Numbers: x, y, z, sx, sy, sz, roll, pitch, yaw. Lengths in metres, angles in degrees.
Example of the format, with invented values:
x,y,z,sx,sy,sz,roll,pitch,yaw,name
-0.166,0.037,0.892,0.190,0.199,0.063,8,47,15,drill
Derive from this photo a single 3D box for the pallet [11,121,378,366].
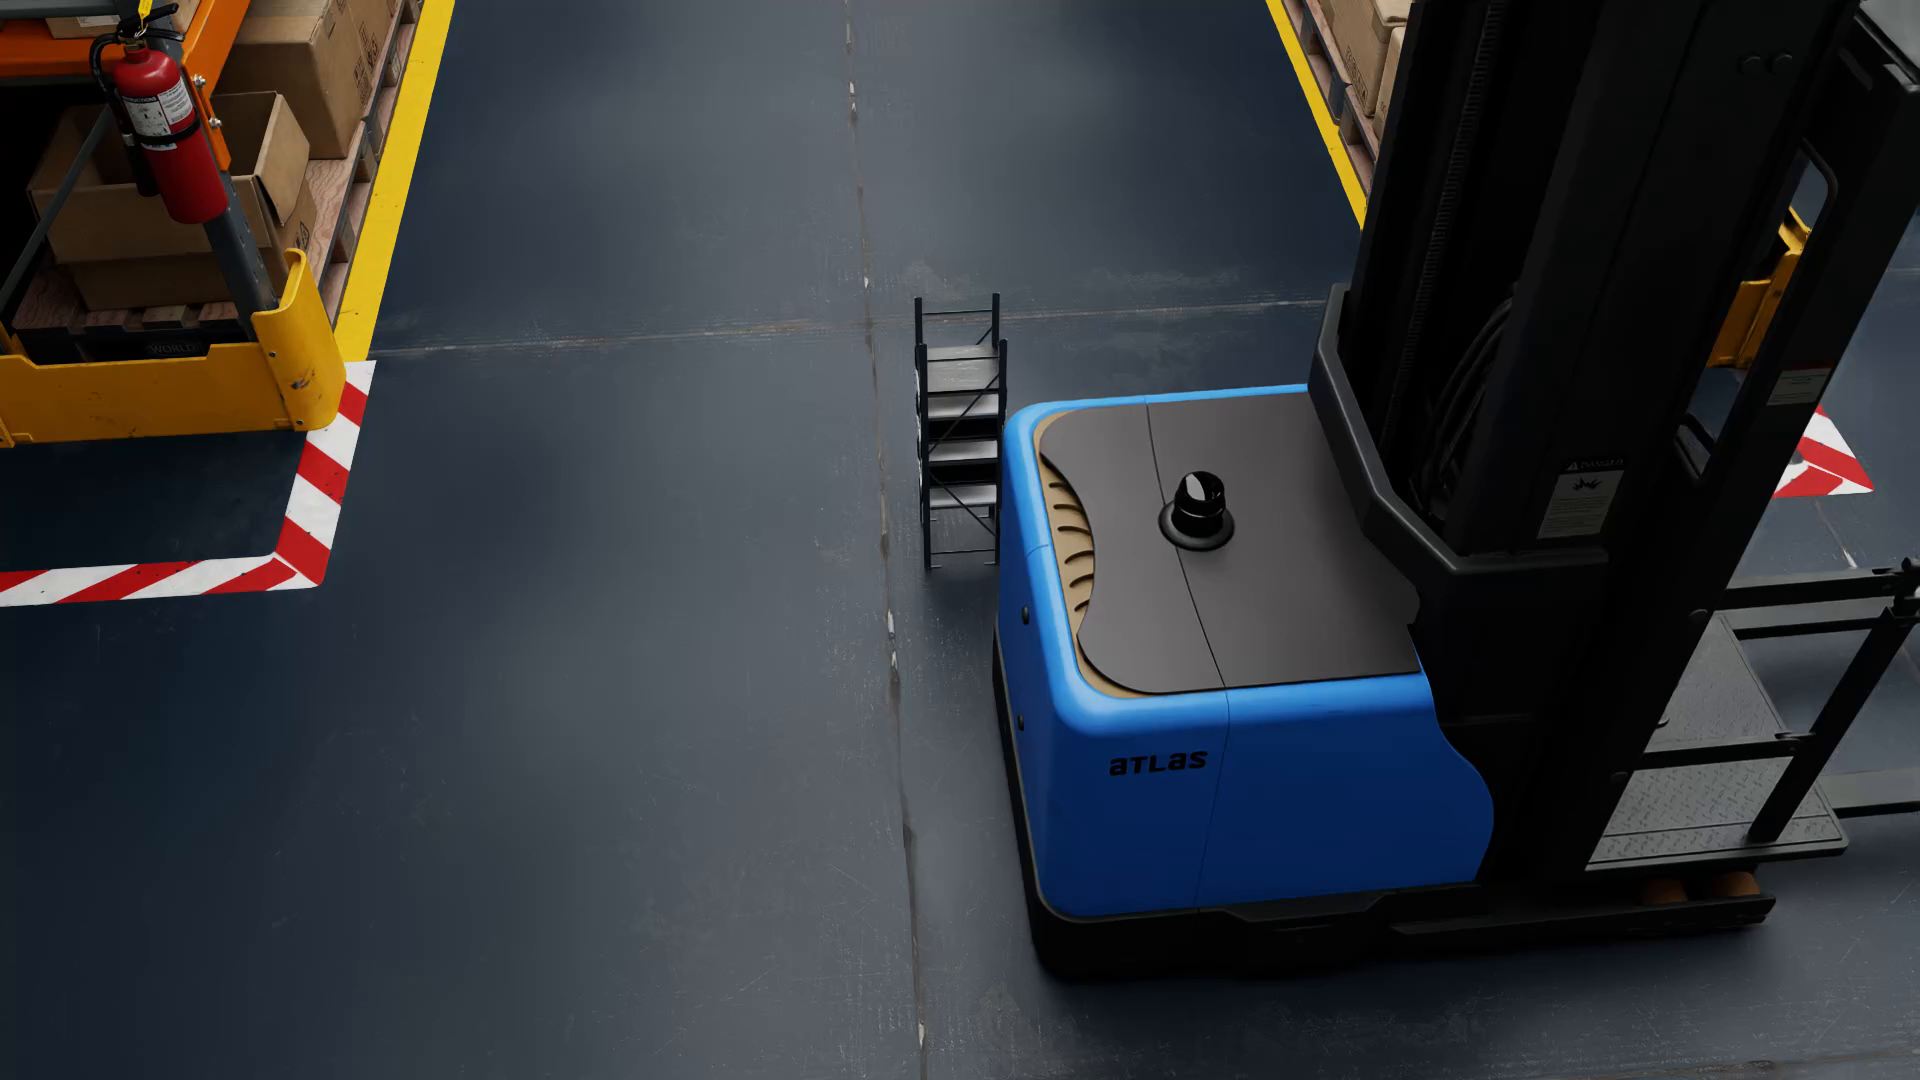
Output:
x,y,z,sx,sy,sz,roll,pitch,yaw,name
-2.779,-1.110,6.157,1.003,0.211,1.213,-3,47,-3,pallet

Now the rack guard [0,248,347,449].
x,y,z,sx,sy,sz,roll,pitch,yaw,name
-2.711,-0.633,5.505,1.175,0.500,0.348,-3,47,-3,rack guard

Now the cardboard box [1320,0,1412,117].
x,y,z,sx,sy,sz,roll,pitch,yaw,name
2.001,-2.139,6.685,0.875,0.438,0.875,-2,47,-2,cardboard box

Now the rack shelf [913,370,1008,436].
x,y,z,sx,sy,sz,roll,pitch,yaw,name
0.001,-0.404,4.811,0.258,0.077,0.200,-3,47,-3,rack shelf

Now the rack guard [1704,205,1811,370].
x,y,z,sx,sy,sz,roll,pitch,yaw,name
2.243,-0.865,5.725,1.175,0.500,0.348,-3,47,-3,rack guard

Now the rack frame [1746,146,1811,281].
x,y,z,sx,sy,sz,roll,pitch,yaw,name
2.241,-1.742,4.834,1.000,3.000,0.127,-3,47,-3,rack frame

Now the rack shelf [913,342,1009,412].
x,y,z,sx,sy,sz,roll,pitch,yaw,name
0.001,-0.466,4.746,0.258,0.077,0.200,-3,47,-3,rack shelf

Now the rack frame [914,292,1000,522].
x,y,z,sx,sy,sz,roll,pitch,yaw,name
-0.008,-0.377,4.987,0.240,0.900,0.006,-3,47,-3,rack frame

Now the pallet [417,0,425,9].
x,y,z,sx,sy,sz,roll,pitch,yaw,name
-2.983,-2.876,7.828,1.003,0.211,1.213,-3,47,-3,pallet

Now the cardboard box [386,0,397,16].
x,y,z,sx,sy,sz,roll,pitch,yaw,name
-2.781,-2.543,7.025,0.700,0.500,0.500,-5,47,-5,cardboard box

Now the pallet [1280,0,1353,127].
x,y,z,sx,sy,sz,roll,pitch,yaw,name
1.997,-2.238,7.224,1.003,0.211,1.213,-3,47,-3,pallet

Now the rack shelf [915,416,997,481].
x,y,z,sx,sy,sz,roll,pitch,yaw,name
0.001,-0.281,4.942,0.258,0.077,0.200,-3,47,-3,rack shelf

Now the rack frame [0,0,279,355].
x,y,z,sx,sy,sz,roll,pitch,yaw,name
-2.705,-1.438,4.546,1.000,3.000,0.127,-3,47,-3,rack frame

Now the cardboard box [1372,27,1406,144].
x,y,z,sx,sy,sz,roll,pitch,yaw,name
2.086,-1.477,6.058,0.875,0.438,0.875,-5,47,-5,cardboard box

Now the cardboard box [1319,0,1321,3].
x,y,z,sx,sy,sz,roll,pitch,yaw,name
1.927,-2.791,7.303,0.875,0.438,0.875,-5,47,-4,cardboard box

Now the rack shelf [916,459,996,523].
x,y,z,sx,sy,sz,roll,pitch,yaw,name
0.001,-0.157,5.073,0.258,0.077,0.200,-3,47,-3,rack shelf

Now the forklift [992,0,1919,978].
x,y,z,sx,sy,sz,roll,pitch,yaw,name
1.644,-0.370,3.582,3.031,2.935,1.130,-4,47,-4,forklift

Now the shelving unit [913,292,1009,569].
x,y,z,sx,sy,sz,roll,pitch,yaw,name
0.001,-0.304,4.918,0.258,0.900,0.210,-3,47,-3,shelving unit

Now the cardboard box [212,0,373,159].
x,y,z,sx,sy,sz,roll,pitch,yaw,name
-2.694,-1.792,6.313,0.700,0.500,0.500,-2,47,-2,cardboard box

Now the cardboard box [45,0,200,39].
x,y,z,sx,sy,sz,roll,pitch,yaw,name
-2.459,-1.606,4.878,0.380,0.149,0.250,-4,47,-4,cardboard box

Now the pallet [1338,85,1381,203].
x,y,z,sx,sy,sz,roll,pitch,yaw,name
2.096,-1.357,6.390,1.003,0.211,1.213,-3,47,-3,pallet

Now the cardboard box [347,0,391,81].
x,y,z,sx,sy,sz,roll,pitch,yaw,name
-2.639,-2.180,6.681,0.500,0.500,0.500,-3,47,-3,cardboard box

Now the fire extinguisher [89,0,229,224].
x,y,z,sx,sy,sz,roll,pitch,yaw,name
-2.232,-1.205,4.635,0.296,0.674,0.183,-3,47,-3,fire extinguisher

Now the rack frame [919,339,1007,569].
x,y,z,sx,sy,sz,roll,pitch,yaw,name
0.009,-0.230,4.848,0.240,0.900,0.006,-3,47,-3,rack frame

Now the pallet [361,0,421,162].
x,y,z,sx,sy,sz,roll,pitch,yaw,name
-2.878,-1.991,6.991,1.003,0.211,1.213,-3,47,-3,pallet

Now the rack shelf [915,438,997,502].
x,y,z,sx,sy,sz,roll,pitch,yaw,name
0.001,-0.219,5.007,0.258,0.077,0.200,-3,47,-3,rack shelf

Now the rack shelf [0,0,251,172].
x,y,z,sx,sy,sz,roll,pitch,yaw,name
-2.872,-2.637,6.177,1.077,0.370,4.000,-3,47,-3,rack shelf

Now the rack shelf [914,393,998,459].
x,y,z,sx,sy,sz,roll,pitch,yaw,name
0.001,-0.343,4.877,0.258,0.077,0.200,-3,47,-3,rack shelf

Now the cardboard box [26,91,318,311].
x,y,z,sx,sy,sz,roll,pitch,yaw,name
-2.662,-1.172,5.724,0.797,0.503,0.637,-5,47,-5,cardboard box
